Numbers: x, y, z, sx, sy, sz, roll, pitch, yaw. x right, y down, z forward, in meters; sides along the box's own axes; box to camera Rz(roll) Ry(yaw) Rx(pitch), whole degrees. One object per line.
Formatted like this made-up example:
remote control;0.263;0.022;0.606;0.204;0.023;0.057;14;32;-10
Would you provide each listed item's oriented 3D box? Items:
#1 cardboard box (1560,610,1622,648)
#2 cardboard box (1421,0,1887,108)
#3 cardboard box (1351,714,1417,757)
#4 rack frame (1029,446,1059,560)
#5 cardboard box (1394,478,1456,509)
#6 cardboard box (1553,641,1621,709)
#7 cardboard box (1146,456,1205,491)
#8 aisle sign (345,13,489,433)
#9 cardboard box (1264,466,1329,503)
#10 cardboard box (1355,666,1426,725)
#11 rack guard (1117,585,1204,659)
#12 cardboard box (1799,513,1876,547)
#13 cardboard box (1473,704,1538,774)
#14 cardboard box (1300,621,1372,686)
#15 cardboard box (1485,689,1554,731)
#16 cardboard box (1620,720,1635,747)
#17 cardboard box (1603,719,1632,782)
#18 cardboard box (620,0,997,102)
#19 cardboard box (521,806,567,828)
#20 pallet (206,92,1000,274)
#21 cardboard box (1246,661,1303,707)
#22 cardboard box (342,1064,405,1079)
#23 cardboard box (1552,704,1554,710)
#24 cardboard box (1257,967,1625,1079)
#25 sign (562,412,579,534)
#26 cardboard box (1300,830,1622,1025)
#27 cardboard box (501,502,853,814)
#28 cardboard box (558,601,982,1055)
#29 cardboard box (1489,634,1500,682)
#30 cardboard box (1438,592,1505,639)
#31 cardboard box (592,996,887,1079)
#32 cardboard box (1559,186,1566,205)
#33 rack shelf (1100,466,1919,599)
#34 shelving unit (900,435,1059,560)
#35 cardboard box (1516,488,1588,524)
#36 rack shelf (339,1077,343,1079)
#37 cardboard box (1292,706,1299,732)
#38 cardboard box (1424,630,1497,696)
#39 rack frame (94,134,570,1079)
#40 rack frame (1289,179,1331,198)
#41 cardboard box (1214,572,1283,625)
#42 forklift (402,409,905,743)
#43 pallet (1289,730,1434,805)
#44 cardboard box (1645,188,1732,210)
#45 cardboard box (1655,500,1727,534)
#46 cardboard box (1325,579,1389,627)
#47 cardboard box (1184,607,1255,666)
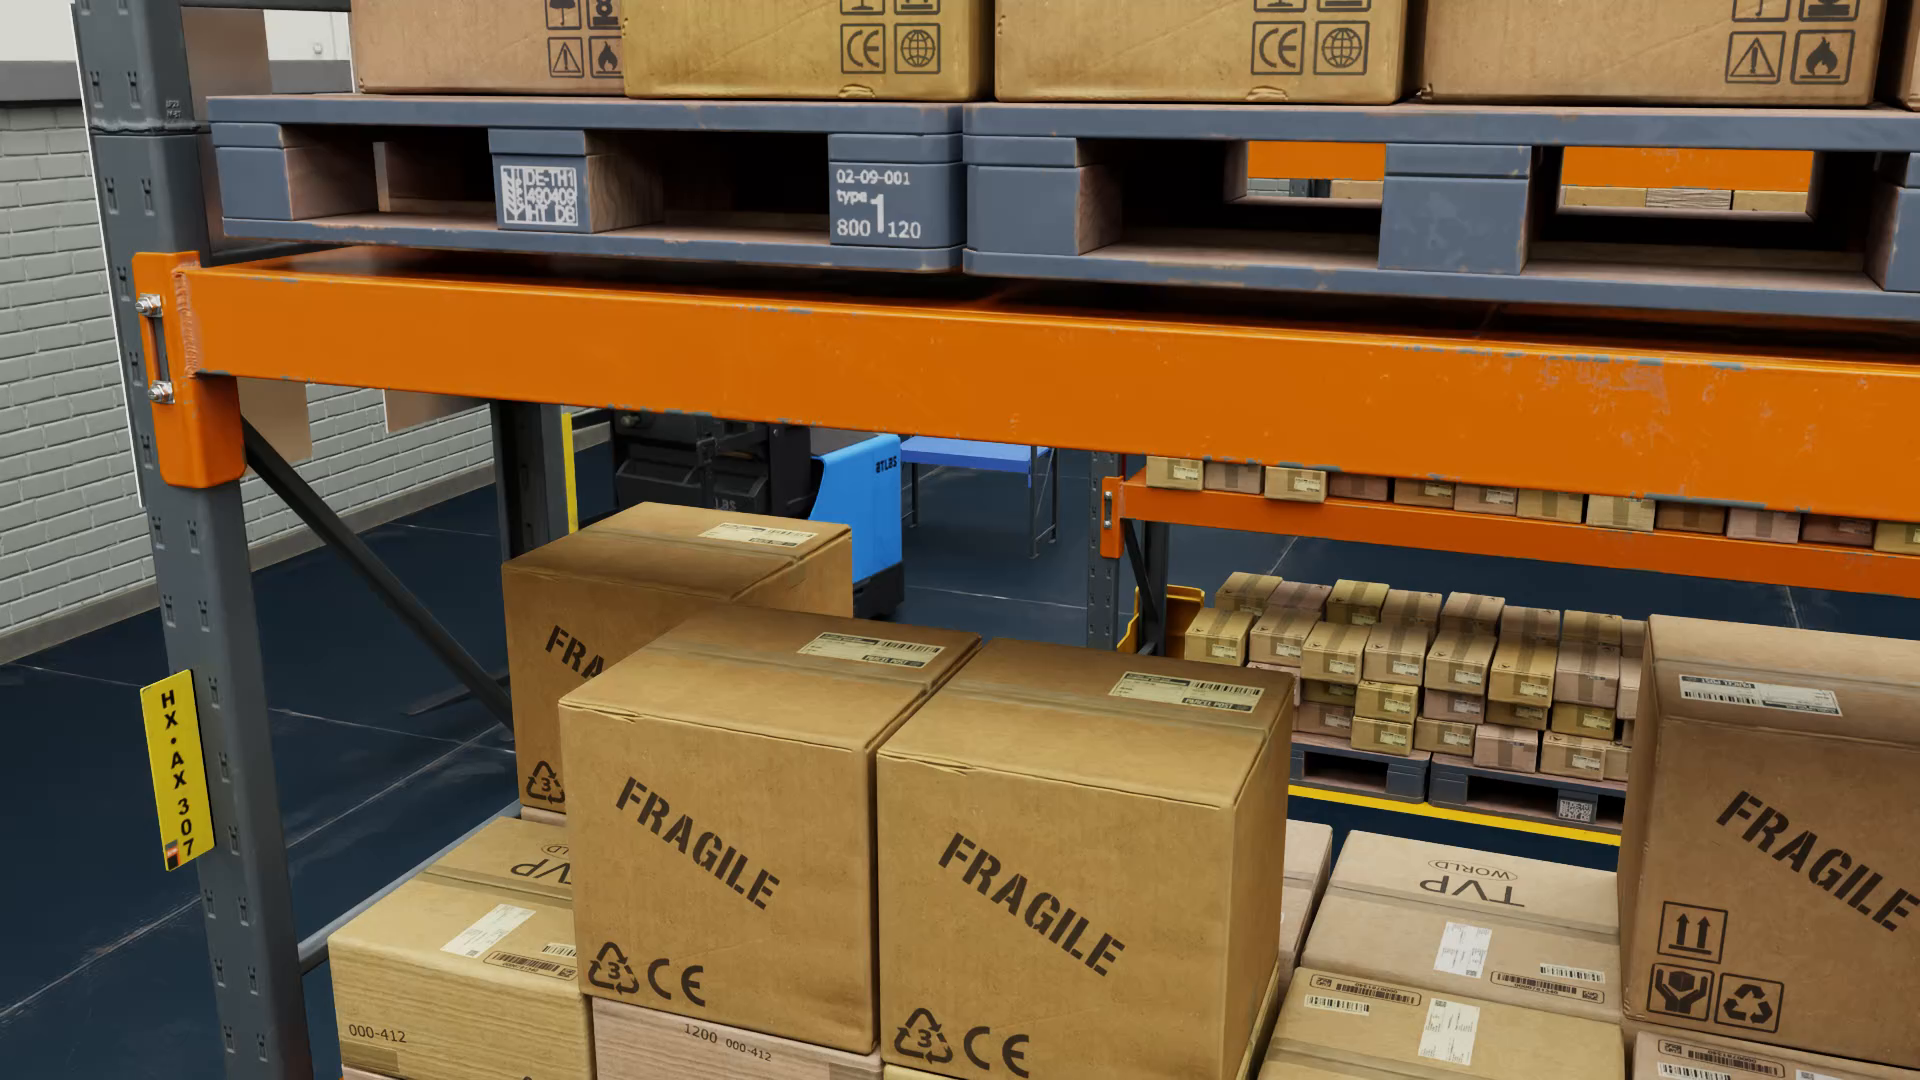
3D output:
cardboard box;2.851;0.455;7.521;0.250;0.149;0.380;6;17;21
cardboard box;0.944;-0.845;2.211;0.500;0.500;0.700;7;18;23
cardboard box;1.894;0.807;7.374;0.250;0.149;0.380;7;17;21
rack frame;0.552;-0.660;10.755;0.032;1.500;0.500;6;17;21
cardboard box;2.018;-0.260;7.141;0.250;0.149;0.380;6;17;20
cardboard box;2.683;0.573;7.113;0.250;0.149;0.380;6;17;21
cardboard box;1.000;-0.342;7.422;0.250;0.149;0.380;6;17;20
aisle sign;-1.051;-0.638;3.330;0.004;0.787;0.394;6;17;21
cardboard box;1.483;-0.285;7.227;0.250;0.149;0.380;6;17;19
cardboard box;1.906;0.663;7.336;0.250;0.149;0.380;7;18;22
rack guard;0.890;0.627;8.116;0.348;0.500;1.175;6;17;21
cardboard box;3.468;-0.105;6.604;0.250;0.149;0.380;6;17;19
cardboard box;2.366;0.856;7.204;0.250;0.149;0.380;5;17;18
cardboard box;1.670;0.499;7.369;0.250;0.149;0.380;6;17;20
cardboard box;2.455;0.683;7.269;0.250;0.149;0.380;7;18;23
cardboard box;2.935;0.751;7.033;0.250;0.149;0.380;5;17;18
cardboard box;2.870;0.894;7.074;0.250;0.149;0.380;7;17;22
cardboard box;-0.112;-0.915;2.453;0.500;0.500;0.700;6;17;19
cardboard box;-0.546;0.605;3.445;0.500;0.250;0.500;6;17;20
pallet;-0.401;-0.630;2.741;1.213;0.211;1.003;6;17;21
cardboard box;1.447;0.607;7.531;0.250;0.149;0.380;6;17;20
cardboard box;-0.885;0.938;3.014;0.250;0.149;0.380;6;17;21
cardboard box;2.825;0.746;7.584;0.250;0.149;0.380;7;18;22
cardboard box;0.692;0.899;2.431;0.500;0.250;0.500;6;17;20
sign;-0.883;-0.114;3.684;0.005;0.325;0.100;6;17;21
cardboard box;0.885;0.761;2.906;0.500;0.250;0.500;6;17;21
cardboard box;-0.545;0.246;3.337;0.500;0.500;0.500;7;17;21
cardboard box;-0.282;0.434;2.687;0.500;0.500;0.500;6;17;19
cardboard box;2.386;0.526;7.808;0.250;0.149;0.380;7;17;21
cardboard box;2.393;0.379;7.780;0.250;0.149;0.380;7;18;23
cardboard box;-0.261;0.795;2.791;0.500;0.250;0.500;6;17;20
cardboard box;3.848;-2.179;11.325;0.500;0.500;0.500;6;17;20
rack shelf;2.680;-0.031;7.190;4.000;0.370;1.077;6;17;21
shelving unit;0.079;-0.712;10.934;1.048;1.500;0.538;6;17;21
cardboard box;2.470;-0.196;6.918;0.250;0.149;0.380;7;18;23
rack shelf;0.766;1.245;2.794;4.000;0.370;1.077;6;17;21
cardboard box;1.463;0.729;7.644;0.250;0.149;0.380;6;17;20
cardboard box;2.186;0.533;7.250;0.250;0.149;0.380;7;18;23
rack frame;-1.095;0.695;3.399;0.127;3.000;1.000;6;17;21
rack frame;2.542;-1.875;12.252;0.127;3.000;1.000;6;17;21
cardboard box;1.405;0.289;8.090;0.250;0.149;0.380;6;17;21
forklift;-1.508;-0.715;8.380;1.130;2.935;3.031;9;19;29
pallet;1.633;0.858;7.838;1.213;0.211;1.003;6;17;21
cardboard box;4.776;-2.074;10.966;0.500;0.500;0.500;7;17;21
cardboard box;2.971;-0.153;6.772;0.250;0.149;0.380;6;17;20
cardboard box;1.905;0.323;7.973;0.250;0.149;0.380;6;17;19
cardboard box;1.182;0.443;7.562;0.250;0.149;0.380;5;17;18
